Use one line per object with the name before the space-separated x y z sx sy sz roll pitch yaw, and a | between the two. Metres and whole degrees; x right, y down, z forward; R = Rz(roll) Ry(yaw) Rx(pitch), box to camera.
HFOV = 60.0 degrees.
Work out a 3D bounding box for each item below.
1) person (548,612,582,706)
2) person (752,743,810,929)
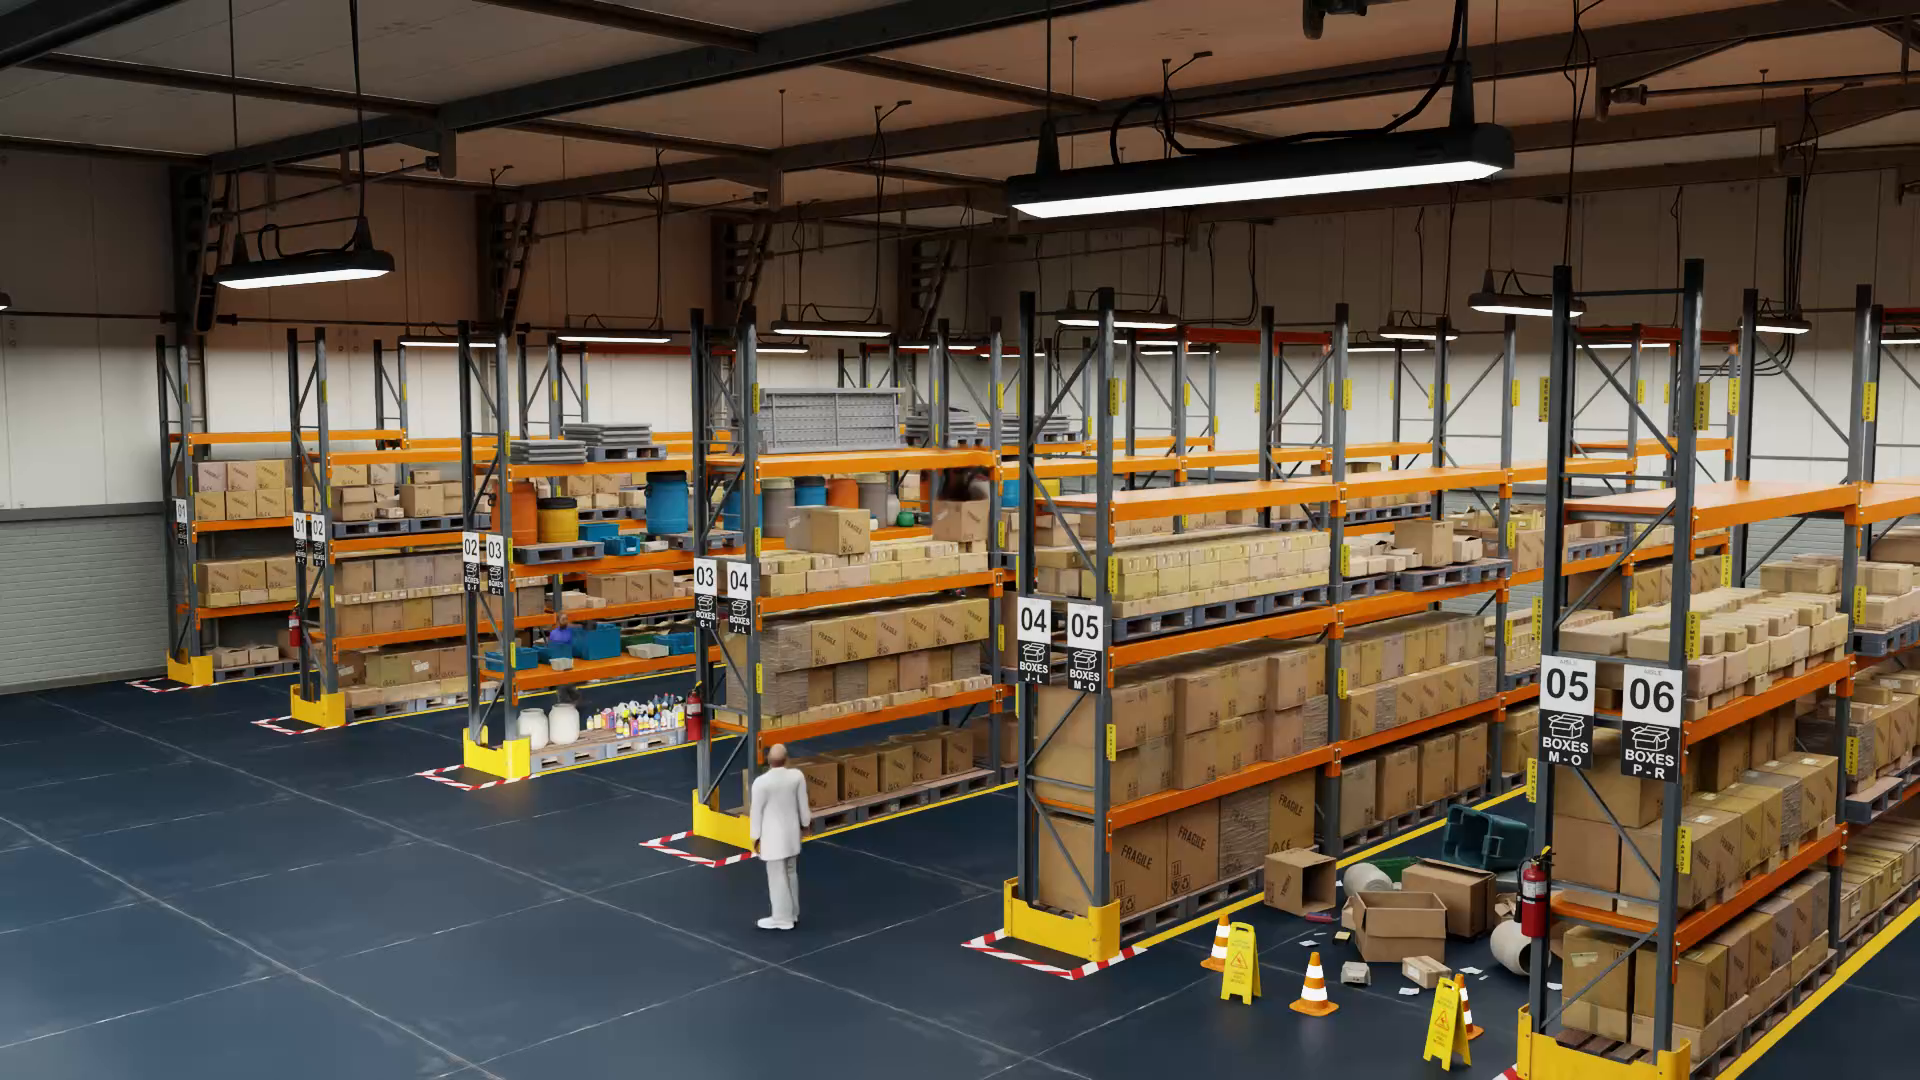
person | -6.169 1.931 25.972 0.412 1.589 0.930 2 6 25
person | -1.680 2.805 15.838 0.410 1.802 0.691 4 7 38
